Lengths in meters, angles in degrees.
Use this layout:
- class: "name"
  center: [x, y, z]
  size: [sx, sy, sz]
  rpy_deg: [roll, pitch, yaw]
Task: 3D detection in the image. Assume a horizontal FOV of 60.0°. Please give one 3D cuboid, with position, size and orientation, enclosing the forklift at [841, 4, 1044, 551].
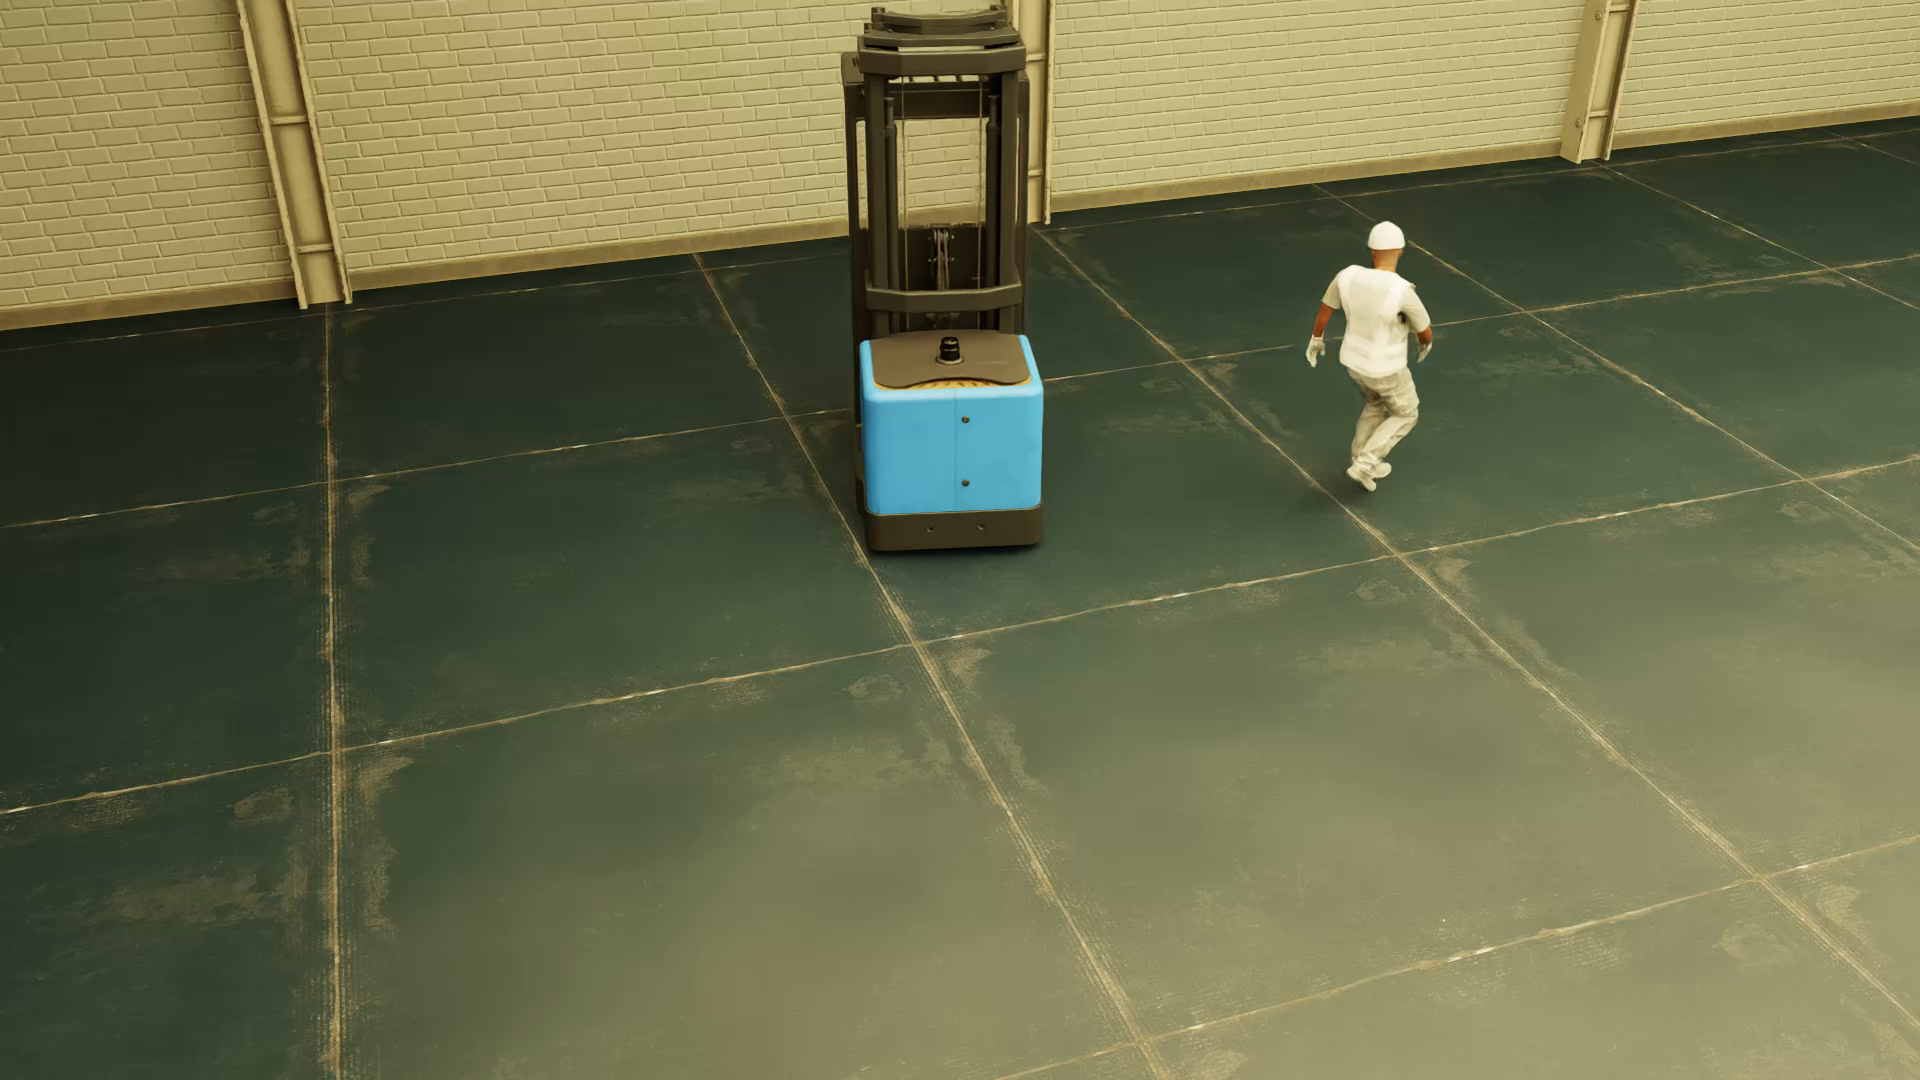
- class: "forklift"
  center: [-0.156, -1.913, 10.412]
  size: [1.130, 2.935, 3.031]
  rpy_deg: [-3, 30, -4]

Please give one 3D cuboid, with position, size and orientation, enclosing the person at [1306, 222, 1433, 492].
- class: "person"
  center: [2.564, -1.134, 10.265]
  size: [0.583, 1.731, 0.747]
  rpy_deg: [-17, 34, -27]
